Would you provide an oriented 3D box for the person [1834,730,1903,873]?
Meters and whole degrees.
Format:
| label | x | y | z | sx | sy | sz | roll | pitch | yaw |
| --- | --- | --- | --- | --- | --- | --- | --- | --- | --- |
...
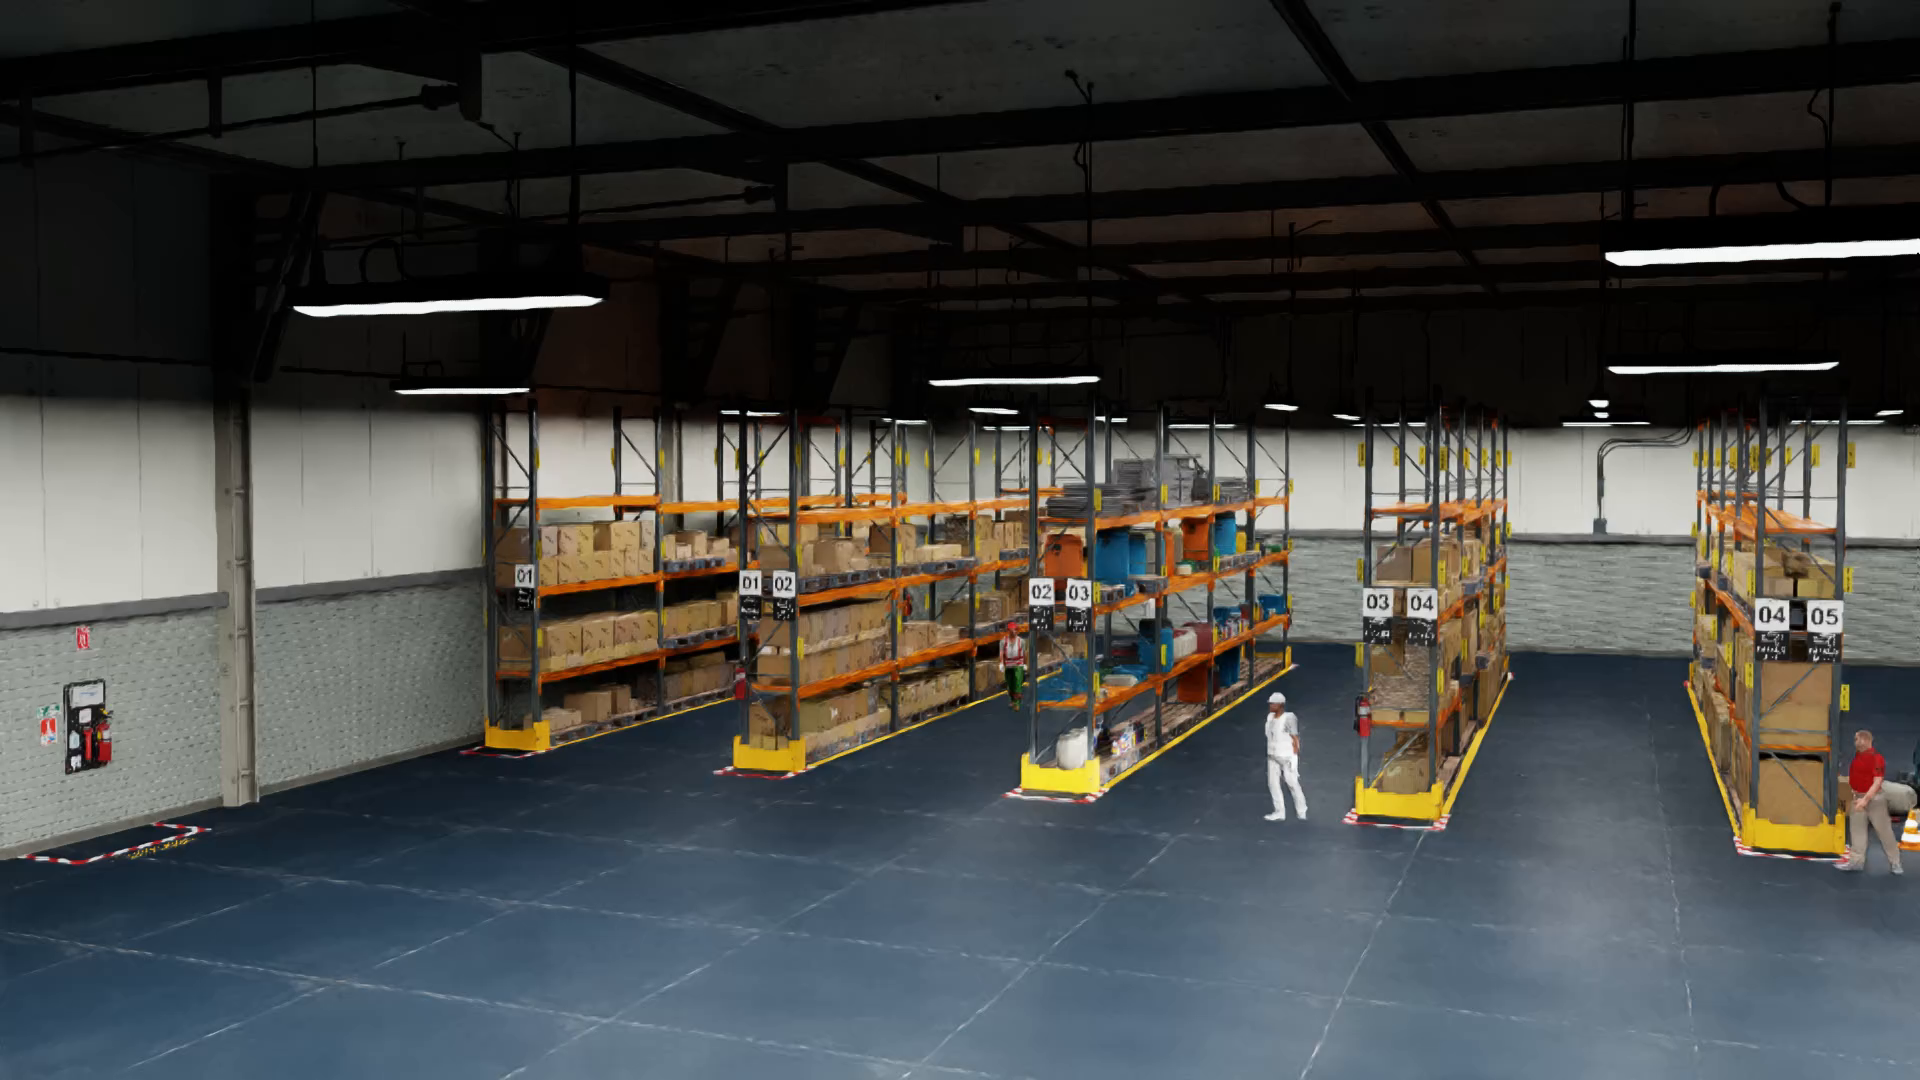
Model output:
| label | x | y | z | sx | sy | sz | roll | pitch | yaw |
| --- | --- | --- | --- | --- | --- | --- | --- | --- | --- |
| person | 11.018 | 3.153 | 20.106 | 0.717 | 1.709 | 0.570 | 0 | 3 | -6 |

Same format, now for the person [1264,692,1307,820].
| label | x | y | z | sx | sy | sz | roll | pitch | yaw |
| --- | --- | --- | --- | --- | --- | --- | --- | --- | --- |
| person | 4.510 | 2.985 | 23.043 | 0.576 | 1.772 | 0.591 | -2 | 3 | -33 |

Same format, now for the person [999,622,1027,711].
| label | x | y | z | sx | sy | sz | roll | pitch | yaw |
| --- | --- | --- | --- | --- | --- | --- | --- | --- | --- |
| person | 1.042 | 2.495 | 33.070 | 0.526 | 1.728 | 1.031 | 1 | 3 | 13 |

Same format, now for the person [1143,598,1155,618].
| label | x | y | z | sx | sy | sz | roll | pitch | yaw |
| --- | --- | --- | --- | --- | --- | --- | --- | --- | --- |
| person | 4.731 | 2.062 | 41.622 | 0.680 | 1.774 | 0.702 | 0 | 3 | 1 |

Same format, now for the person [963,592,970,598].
| label | x | y | z | sx | sy | sz | roll | pitch | yaw |
| --- | --- | --- | --- | --- | --- | --- | --- | --- | --- |
| person | 0.209 | 2.114 | 42.266 | 0.497 | 1.583 | 1.090 | 1 | 3 | 23 |
